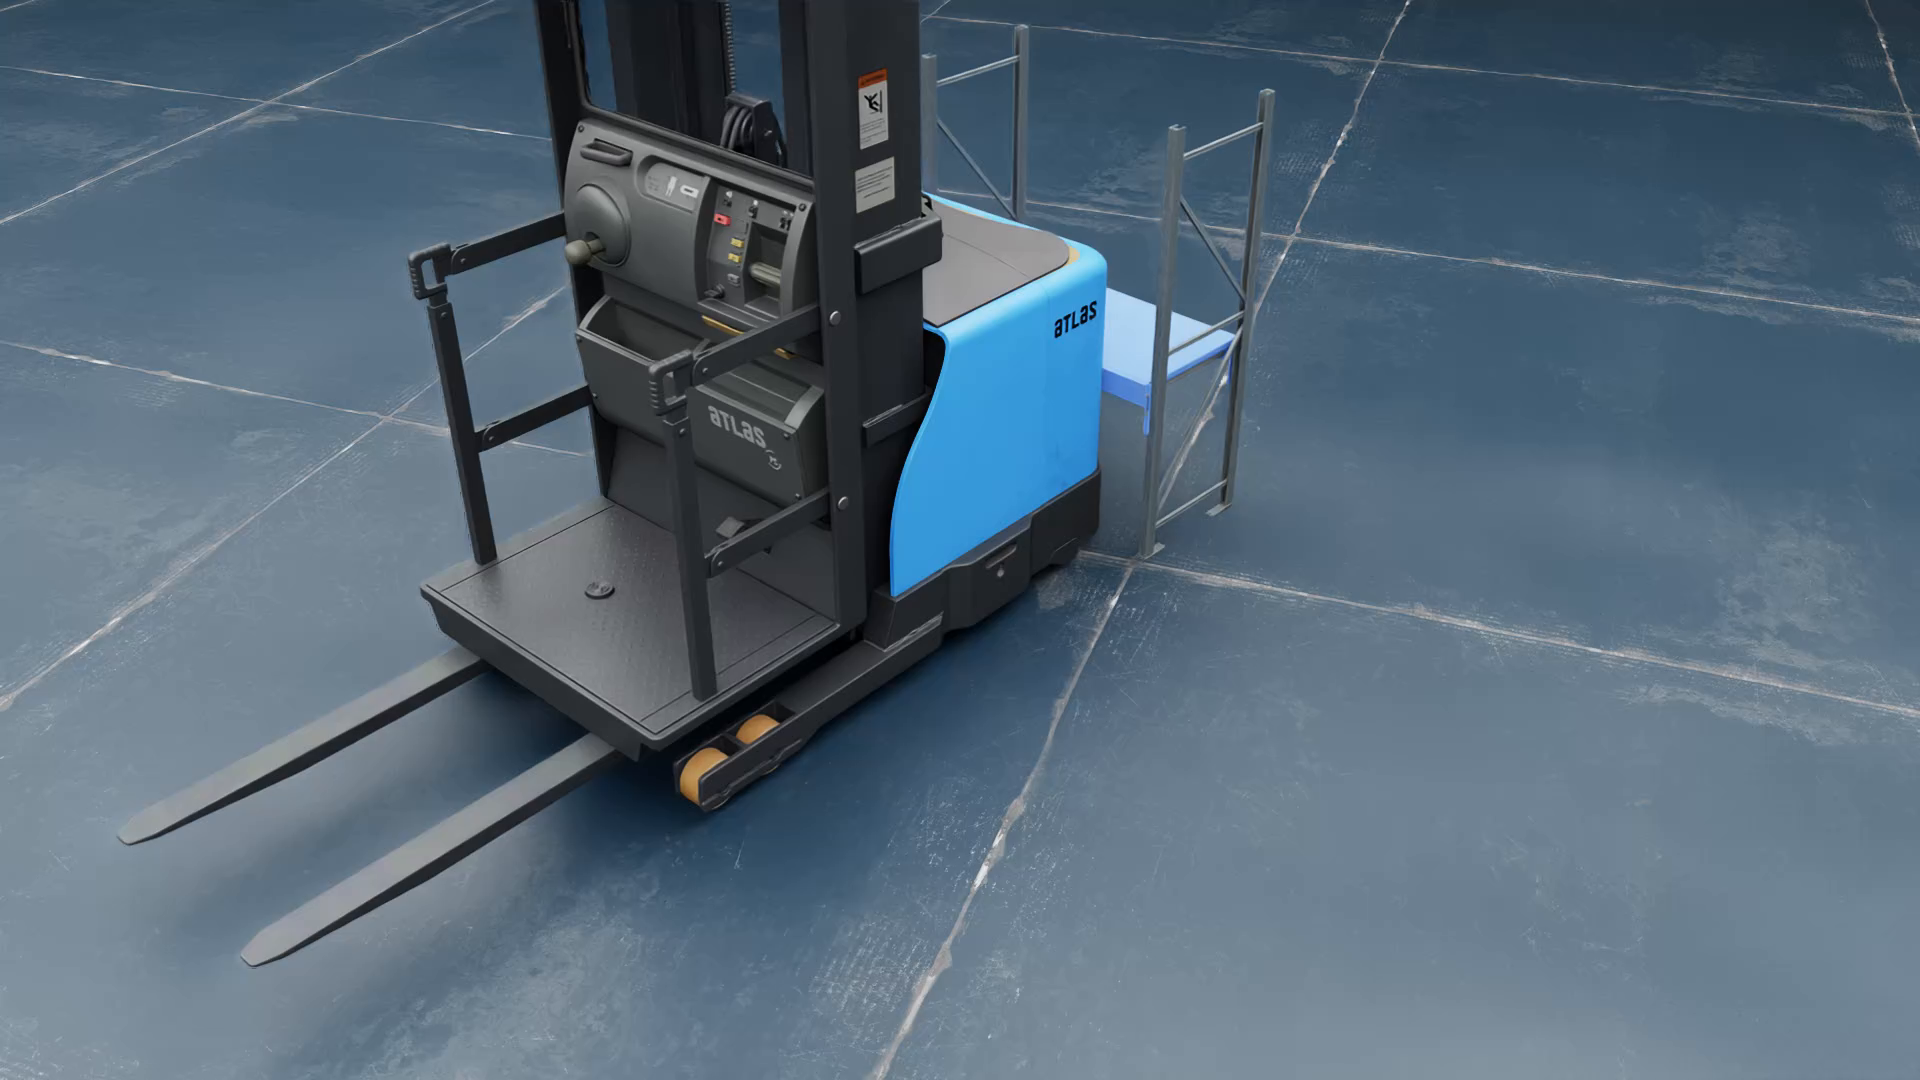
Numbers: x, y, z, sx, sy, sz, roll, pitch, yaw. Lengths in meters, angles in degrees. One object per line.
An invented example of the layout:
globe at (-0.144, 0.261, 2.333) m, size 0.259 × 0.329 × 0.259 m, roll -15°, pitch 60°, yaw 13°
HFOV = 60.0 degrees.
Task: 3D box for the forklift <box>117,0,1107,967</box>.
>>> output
forklift at (-0.877, -0.799, 4.285) m, size 1.130 × 2.935 × 3.031 m, roll 26°, pitch 41°, yaw 34°

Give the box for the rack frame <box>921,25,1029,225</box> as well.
rack frame at (0.055, -1.044, 5.984) m, size 0.032 × 1.500 × 0.500 m, roll 27°, pitch 42°, yaw 35°

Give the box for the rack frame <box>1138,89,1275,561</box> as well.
rack frame at (0.791, -0.663, 5.394) m, size 0.032 × 1.500 × 0.500 m, roll 27°, pitch 42°, yaw 35°

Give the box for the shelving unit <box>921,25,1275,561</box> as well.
shelving unit at (0.423, -0.854, 5.689) m, size 1.048 × 1.500 × 0.538 m, roll 27°, pitch 42°, yaw 35°

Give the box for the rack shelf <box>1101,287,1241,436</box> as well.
rack shelf at (0.423, -0.702, 5.787) m, size 1.000 × 0.185 × 0.538 m, roll 27°, pitch 42°, yaw 35°
